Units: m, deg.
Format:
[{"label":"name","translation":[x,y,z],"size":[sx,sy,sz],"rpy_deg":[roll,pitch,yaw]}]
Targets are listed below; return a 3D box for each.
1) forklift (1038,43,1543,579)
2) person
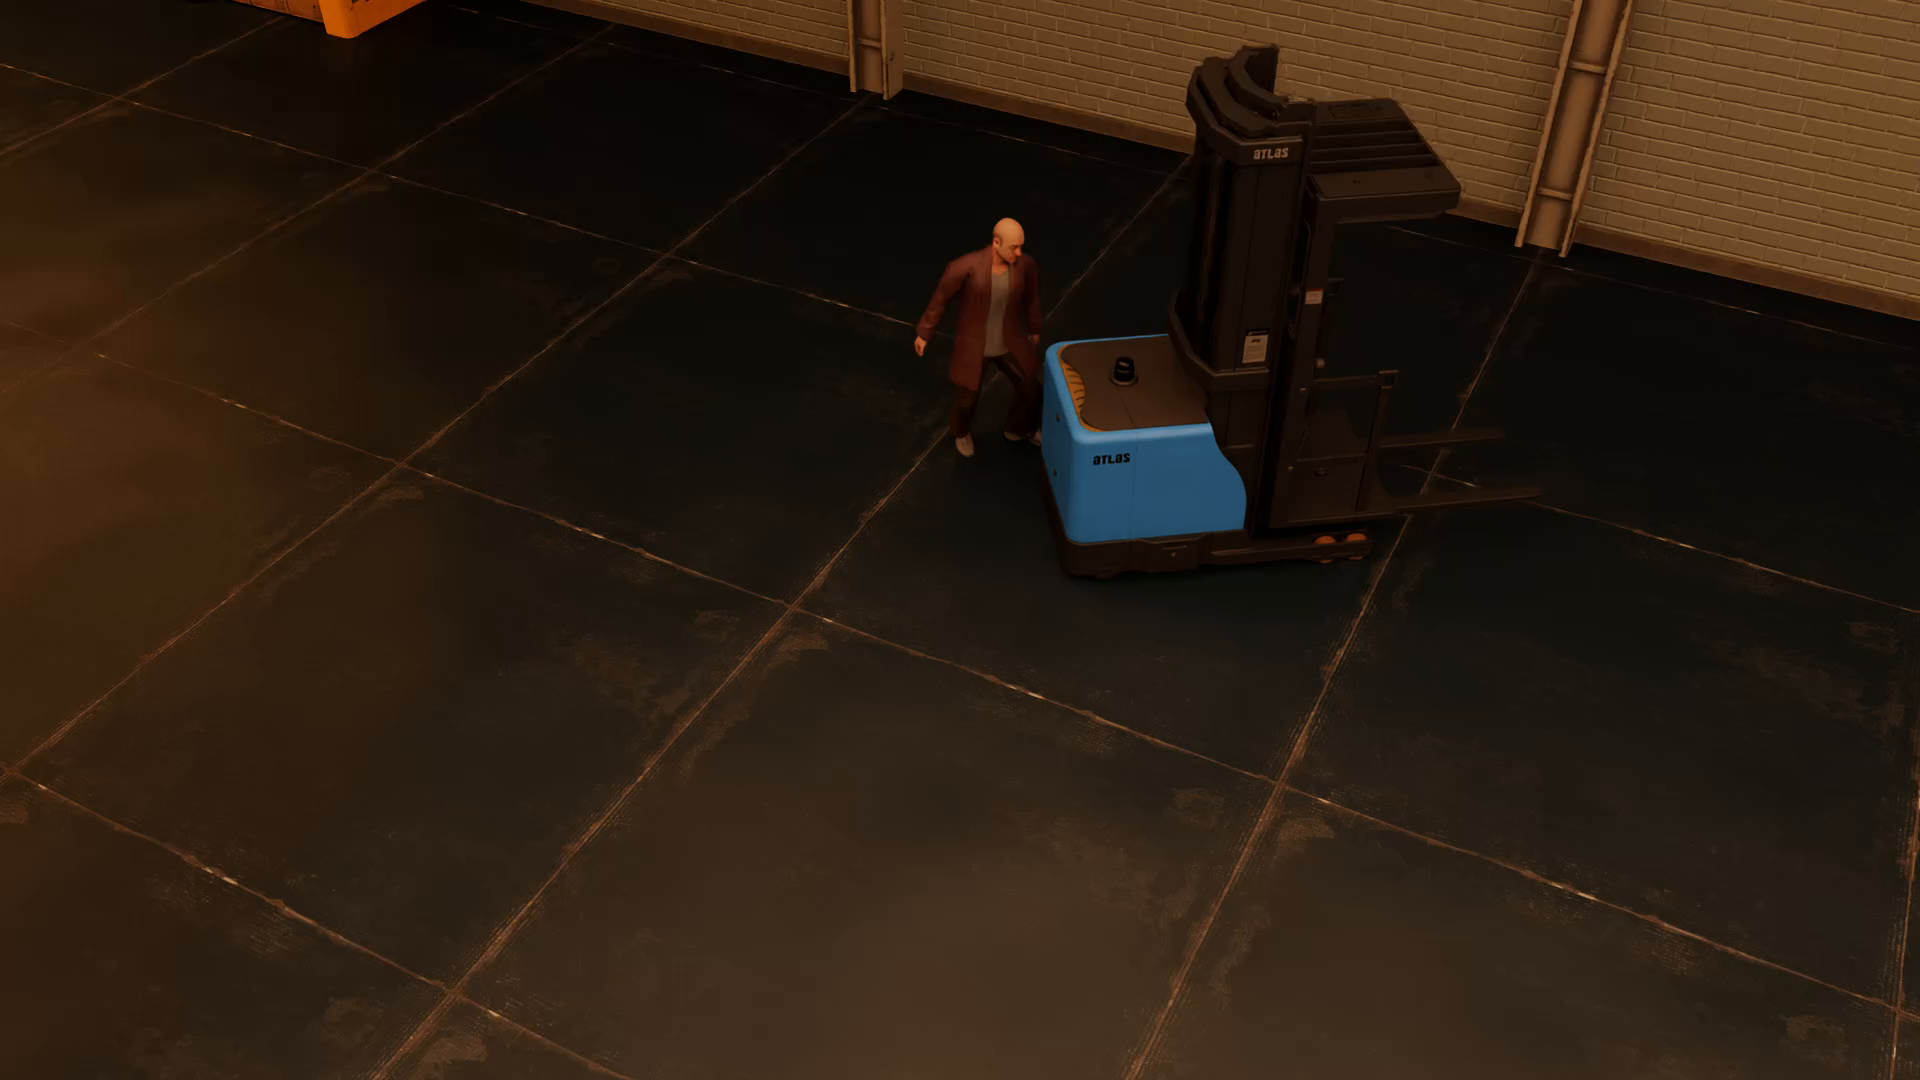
[{"label":"forklift","translation":[2.056,-1.316,9.549],"size":[3.031,2.935,1.130],"rpy_deg":[-5,40,-6]},{"label":"person","translation":[0.177,-1.264,10.465],"size":[0.932,1.756,0.529],"rpy_deg":[-8,41,-10]}]
